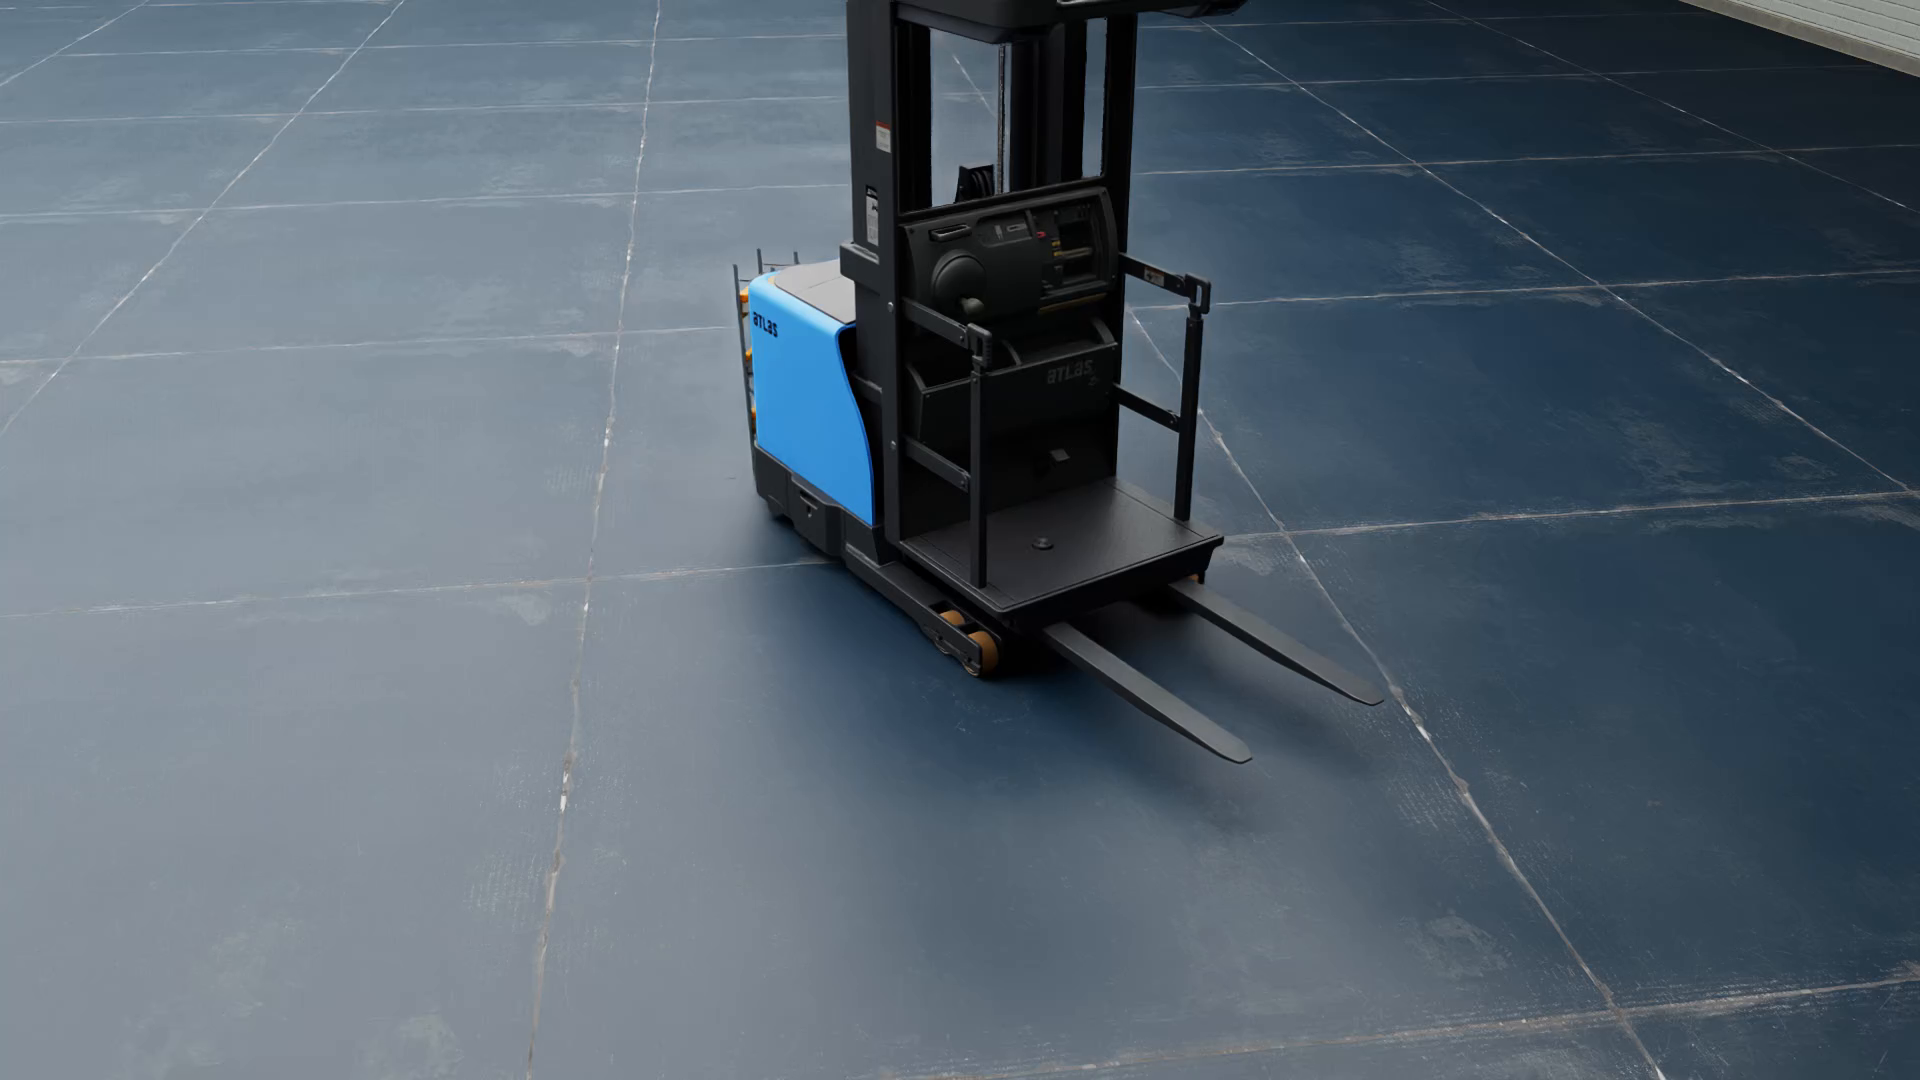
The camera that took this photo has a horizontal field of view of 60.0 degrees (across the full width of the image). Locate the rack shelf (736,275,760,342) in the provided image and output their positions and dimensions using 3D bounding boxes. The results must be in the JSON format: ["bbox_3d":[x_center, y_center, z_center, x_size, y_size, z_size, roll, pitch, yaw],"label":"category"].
[{"bbox_3d":[-0.855,-1.029,7.499,0.215,0.259,0.240,7,28,18],"label":"rack shelf"}]

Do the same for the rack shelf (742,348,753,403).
[{"bbox_3d":[-0.846,-0.775,7.625,0.215,0.259,0.240,7,28,18],"label":"rack shelf"}]

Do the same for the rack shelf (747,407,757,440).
[{"bbox_3d":[-0.836,-0.527,7.749,0.215,0.259,0.240,7,28,18],"label":"rack shelf"}]

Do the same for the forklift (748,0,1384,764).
[{"bbox_3d":[0.326,-1.043,6.071,1.130,2.935,3.031,-17,32,-30],"label":"forklift"}]

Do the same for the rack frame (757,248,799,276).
[{"bbox_3d":[-0.806,-0.837,7.723,0.200,1.050,0.008,7,28,18],"label":"rack frame"}]

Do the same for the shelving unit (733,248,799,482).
[{"bbox_3d":[-0.846,-0.785,7.620,0.215,1.050,0.252,7,28,18],"label":"shelving unit"}]

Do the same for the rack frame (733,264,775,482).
[{"bbox_3d":[-0.885,-0.732,7.518,0.200,1.050,0.008,7,28,18],"label":"rack frame"}]
